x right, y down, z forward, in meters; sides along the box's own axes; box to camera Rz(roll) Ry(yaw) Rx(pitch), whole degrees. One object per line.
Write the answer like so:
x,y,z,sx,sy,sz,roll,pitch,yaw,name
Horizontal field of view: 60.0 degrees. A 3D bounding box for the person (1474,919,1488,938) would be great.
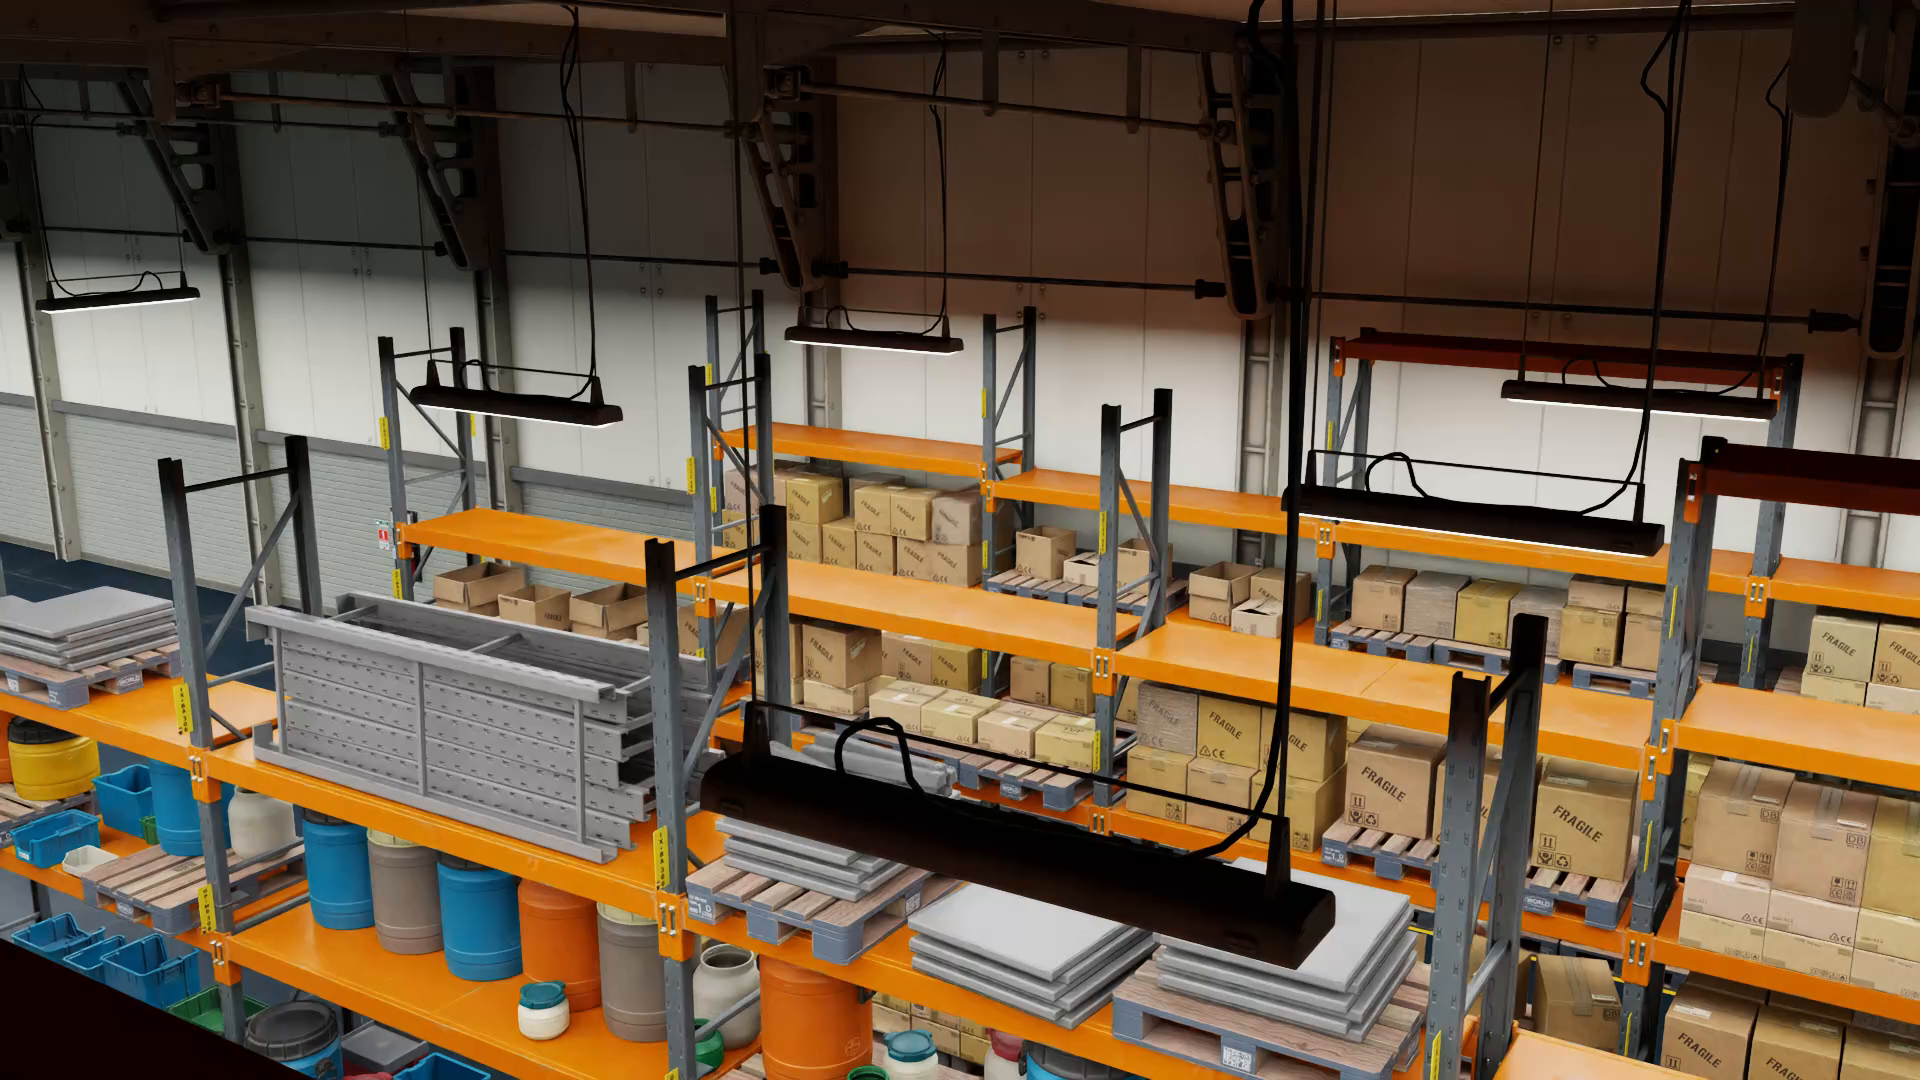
4.270,3.862,13.886,1.034,1.724,0.602,9,16,32,person
